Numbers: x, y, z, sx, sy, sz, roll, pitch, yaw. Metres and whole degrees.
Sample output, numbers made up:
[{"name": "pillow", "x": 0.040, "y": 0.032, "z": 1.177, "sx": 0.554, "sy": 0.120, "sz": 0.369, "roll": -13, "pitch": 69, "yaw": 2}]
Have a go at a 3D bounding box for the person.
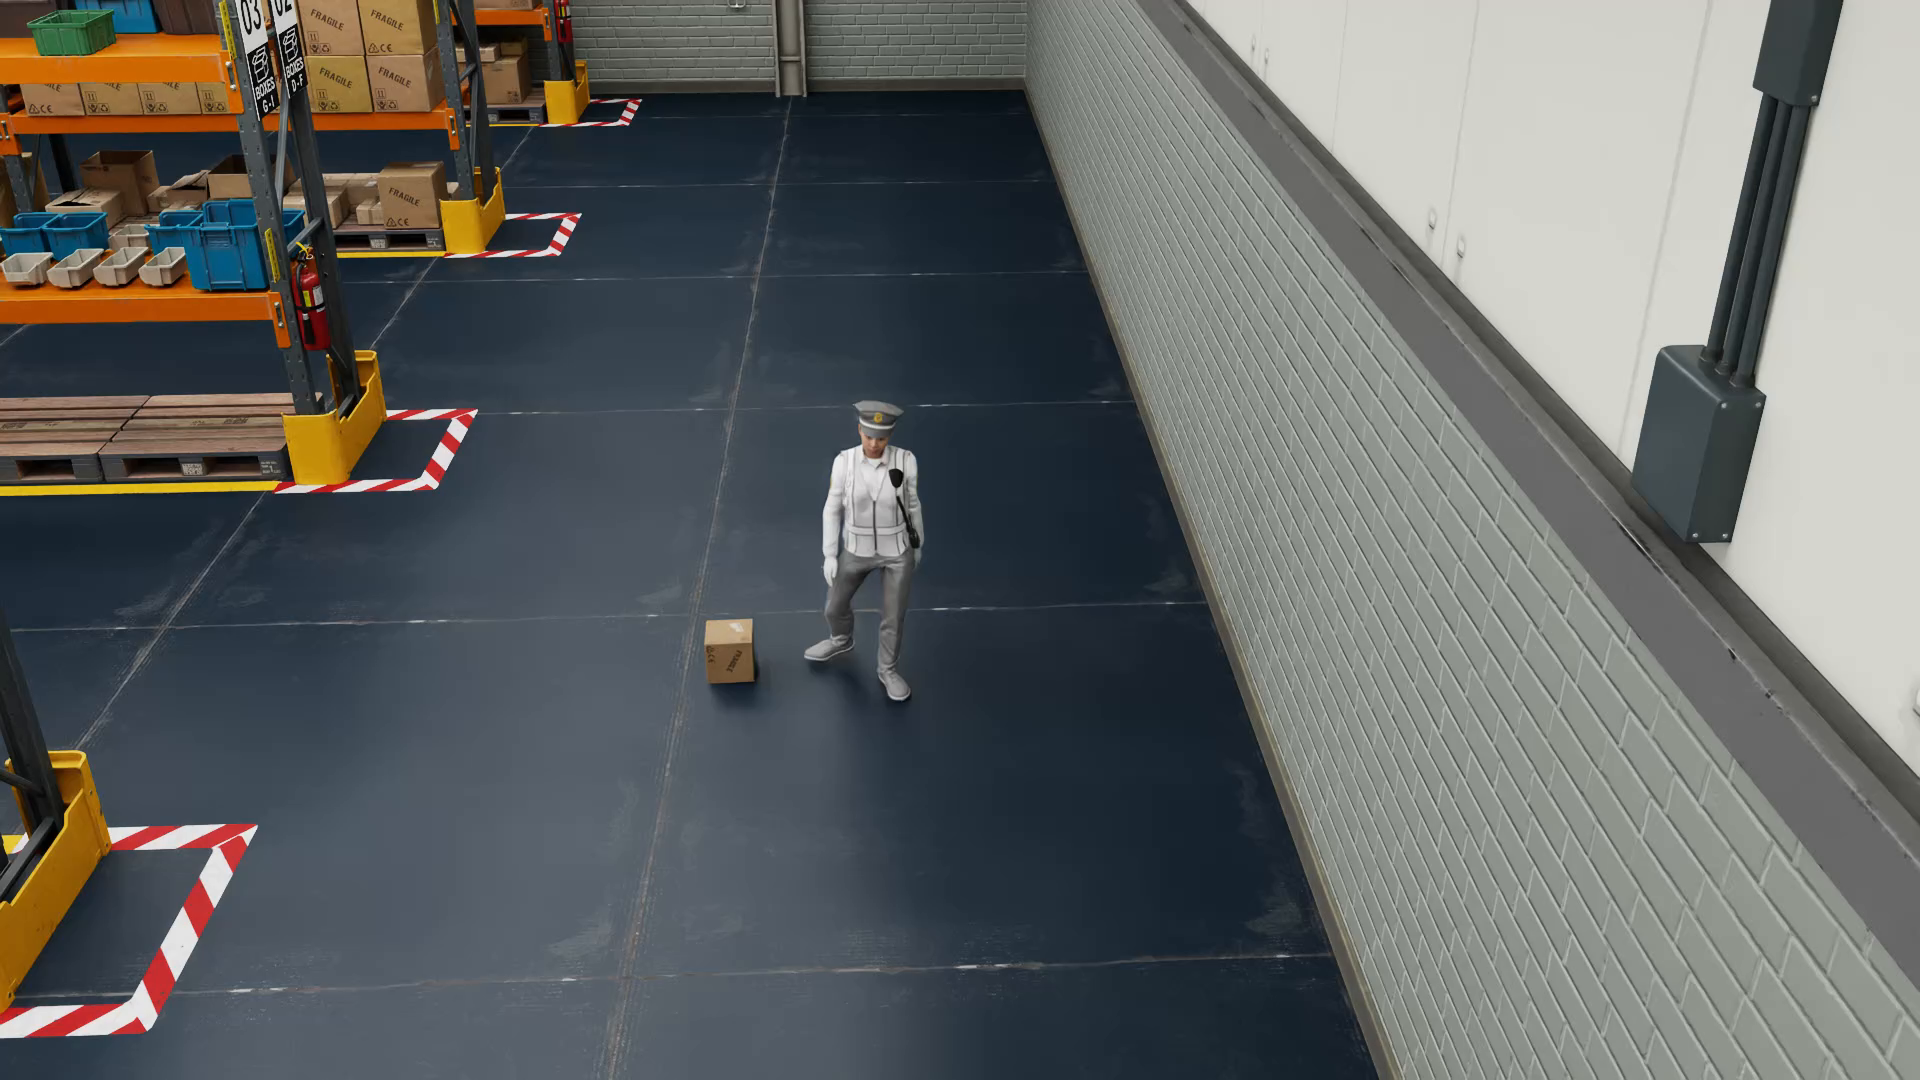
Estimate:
[{"name": "person", "x": -0.522, "y": 0.025, "z": 8.562, "sx": 0.673, "sy": 1.667, "sz": 0.493, "roll": 2, "pitch": 28, "yaw": 3}]
